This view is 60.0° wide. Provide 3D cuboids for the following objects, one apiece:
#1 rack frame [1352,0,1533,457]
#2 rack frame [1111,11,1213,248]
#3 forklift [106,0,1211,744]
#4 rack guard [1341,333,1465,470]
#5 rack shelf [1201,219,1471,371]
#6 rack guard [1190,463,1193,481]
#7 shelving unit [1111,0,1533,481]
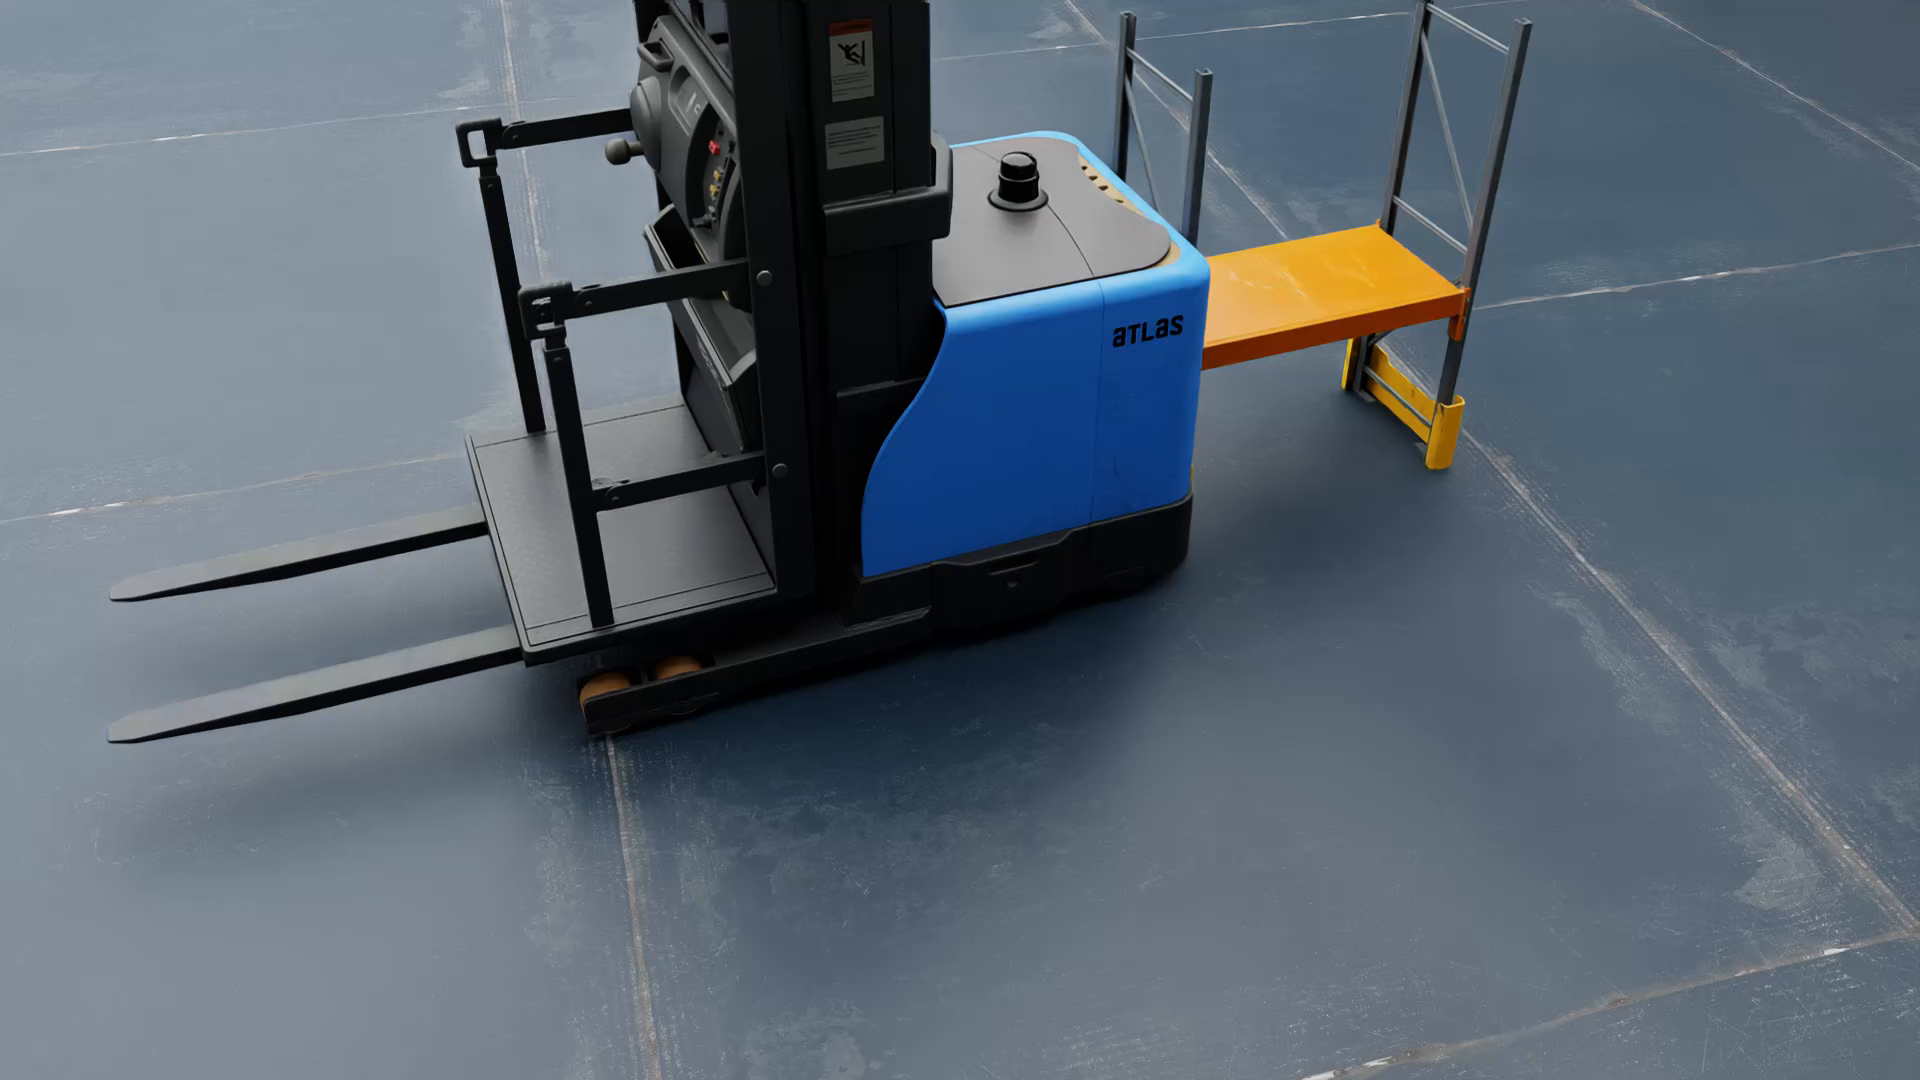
[{"bbox_3d":[1.510,-1.000,5.323,0.032,1.500,0.500,-13,39,-17],"label":"rack frame"},{"bbox_3d":[0.564,-0.774,5.028,0.032,1.500,0.500,-13,39,-17],"label":"rack frame"},{"bbox_3d":[-0.875,-1.000,4.145,3.031,2.935,1.130,-13,39,-17],"label":"forklift"},{"bbox_3d":[1.509,-0.504,5.703,0.087,0.250,0.587,-13,39,-17],"label":"rack guard"},{"bbox_3d":[1.037,-0.744,5.285,1.000,0.185,0.538,-13,39,-17],"label":"rack shelf"},{"bbox_3d":[0.582,-0.282,5.413,0.087,0.250,0.587,-13,39,-17],"label":"rack guard"},{"bbox_3d":[1.045,-0.889,5.178,1.083,1.500,0.587,-13,39,-17],"label":"shelving unit"}]
